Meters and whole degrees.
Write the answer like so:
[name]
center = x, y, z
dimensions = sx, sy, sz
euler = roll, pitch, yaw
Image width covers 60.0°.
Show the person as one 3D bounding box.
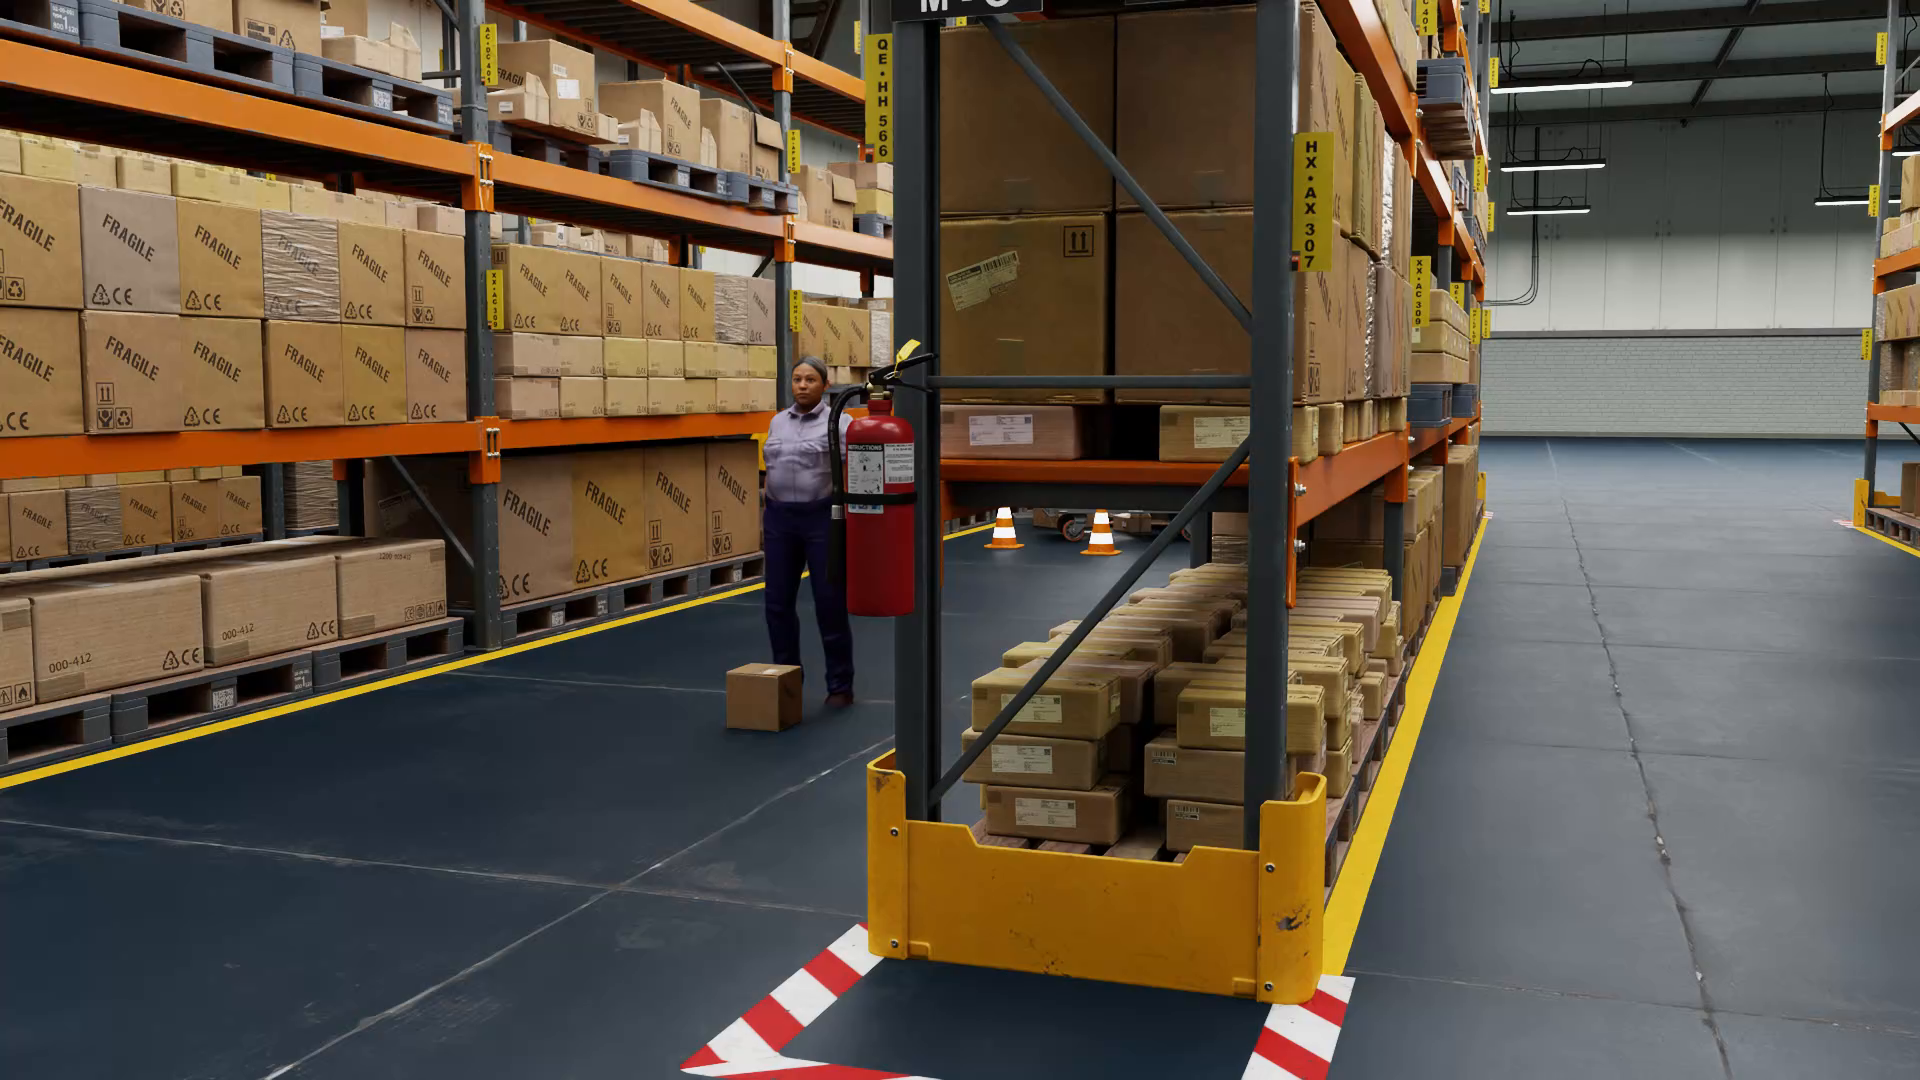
[person]
center = -0.705, -0.015, 7.751
dimensions = 0.467, 1.682, 0.343
euler = 2, 6, 20
